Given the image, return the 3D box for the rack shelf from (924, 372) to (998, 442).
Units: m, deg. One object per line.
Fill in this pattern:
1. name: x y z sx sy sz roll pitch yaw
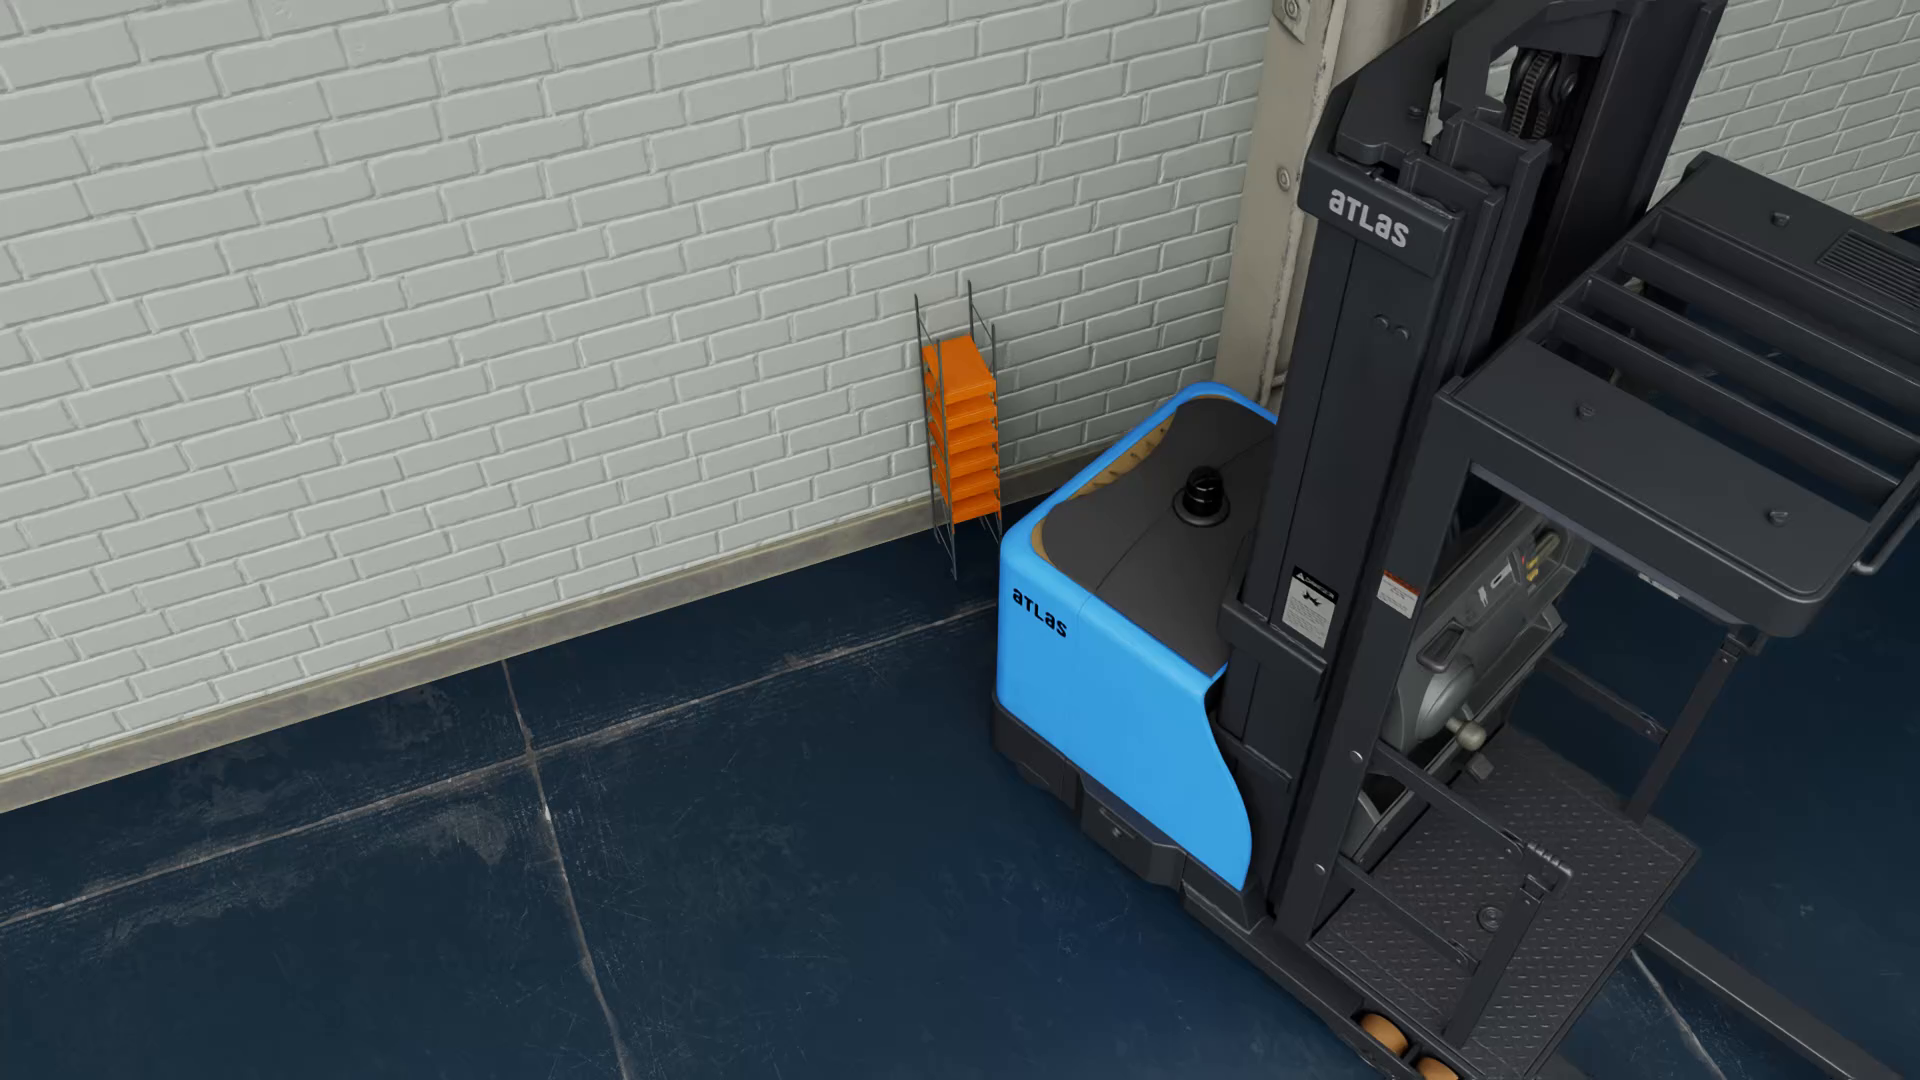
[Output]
1. rack shelf: -0.001 -0.473 5.602 0.180 0.103 0.258 -17 51 -11

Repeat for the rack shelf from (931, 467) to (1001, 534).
1. rack shelf: 0.019 -0.166 5.971 0.180 0.103 0.258 -17 51 -11

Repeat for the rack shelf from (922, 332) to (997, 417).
1. rack shelf: -0.006 -0.549 5.510 0.180 0.103 0.258 -17 51 -11

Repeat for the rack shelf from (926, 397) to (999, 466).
1. rack shelf: 0.004 -0.396 5.695 0.180 0.103 0.258 -17 51 -11

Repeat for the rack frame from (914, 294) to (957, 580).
1. rack frame: -0.079 -0.322 5.736 0.006 1.200 0.240 -17 51 -11

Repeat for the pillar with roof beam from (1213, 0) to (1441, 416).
1. pillar with roof beam: 2.832 -0.264 0.545 0.400 9.000 9.100 -17 52 -14

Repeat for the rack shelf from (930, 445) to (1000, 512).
1. rack shelf: 0.014 -0.243 5.879 0.180 0.103 0.258 -17 51 -11

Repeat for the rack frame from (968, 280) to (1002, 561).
1. rack frame: 0.093 -0.374 5.770 0.006 1.200 0.240 -17 51 -11

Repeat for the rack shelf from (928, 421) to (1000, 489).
1. rack shelf: 0.009 -0.319 5.787 0.180 0.103 0.258 -17 51 -11

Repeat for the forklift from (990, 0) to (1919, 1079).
1. forklift: 1.513 0.251 4.102 3.031 2.935 1.130 36 58 27

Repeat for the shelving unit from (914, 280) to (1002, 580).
1. shelving unit: 0.007 -0.348 5.753 0.189 1.200 0.258 -17 51 -11
